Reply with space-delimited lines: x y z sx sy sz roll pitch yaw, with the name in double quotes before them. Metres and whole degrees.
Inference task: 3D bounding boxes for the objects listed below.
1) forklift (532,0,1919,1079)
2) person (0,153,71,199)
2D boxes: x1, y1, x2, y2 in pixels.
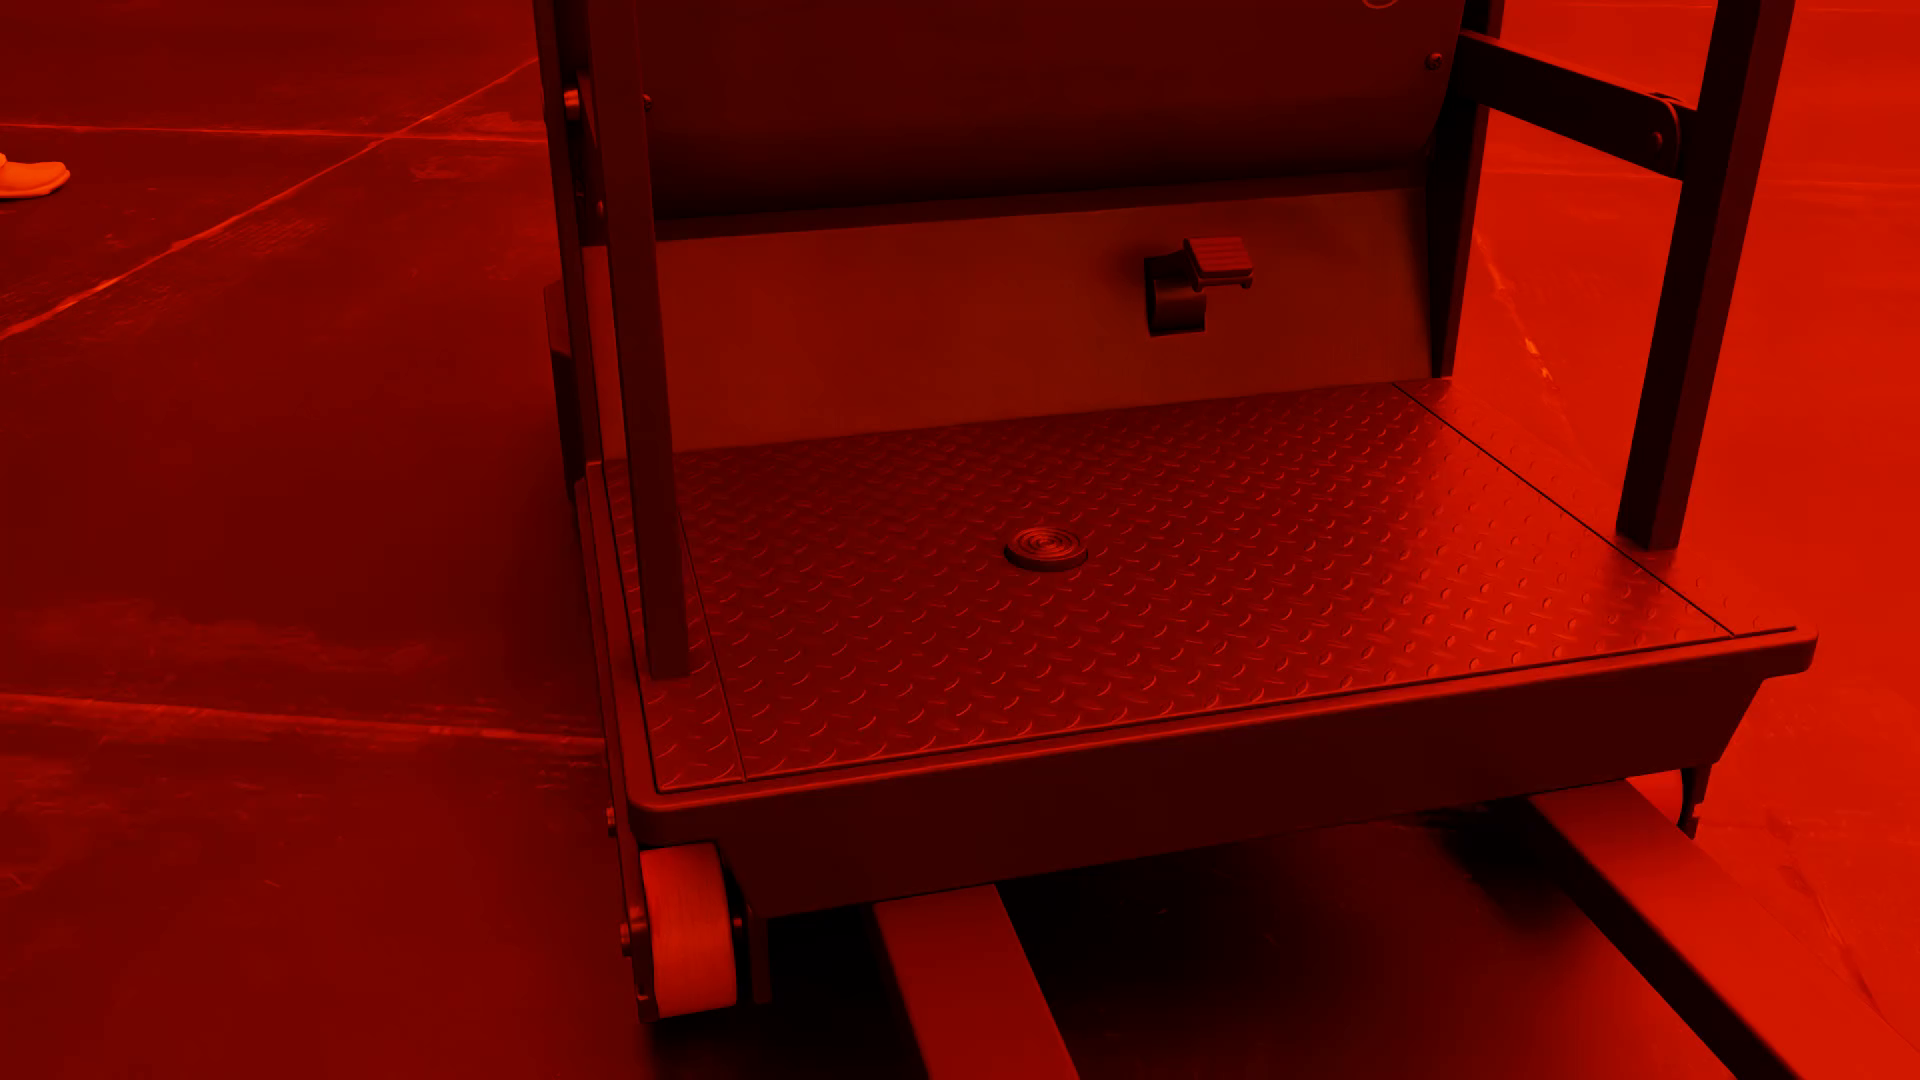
"forklift" 0.153 -1.049 1.319 1.130 2.935 3.031 -7 27 -13
"person" -2.613 -1.700 3.907 0.536 1.790 0.386 13 29 25
